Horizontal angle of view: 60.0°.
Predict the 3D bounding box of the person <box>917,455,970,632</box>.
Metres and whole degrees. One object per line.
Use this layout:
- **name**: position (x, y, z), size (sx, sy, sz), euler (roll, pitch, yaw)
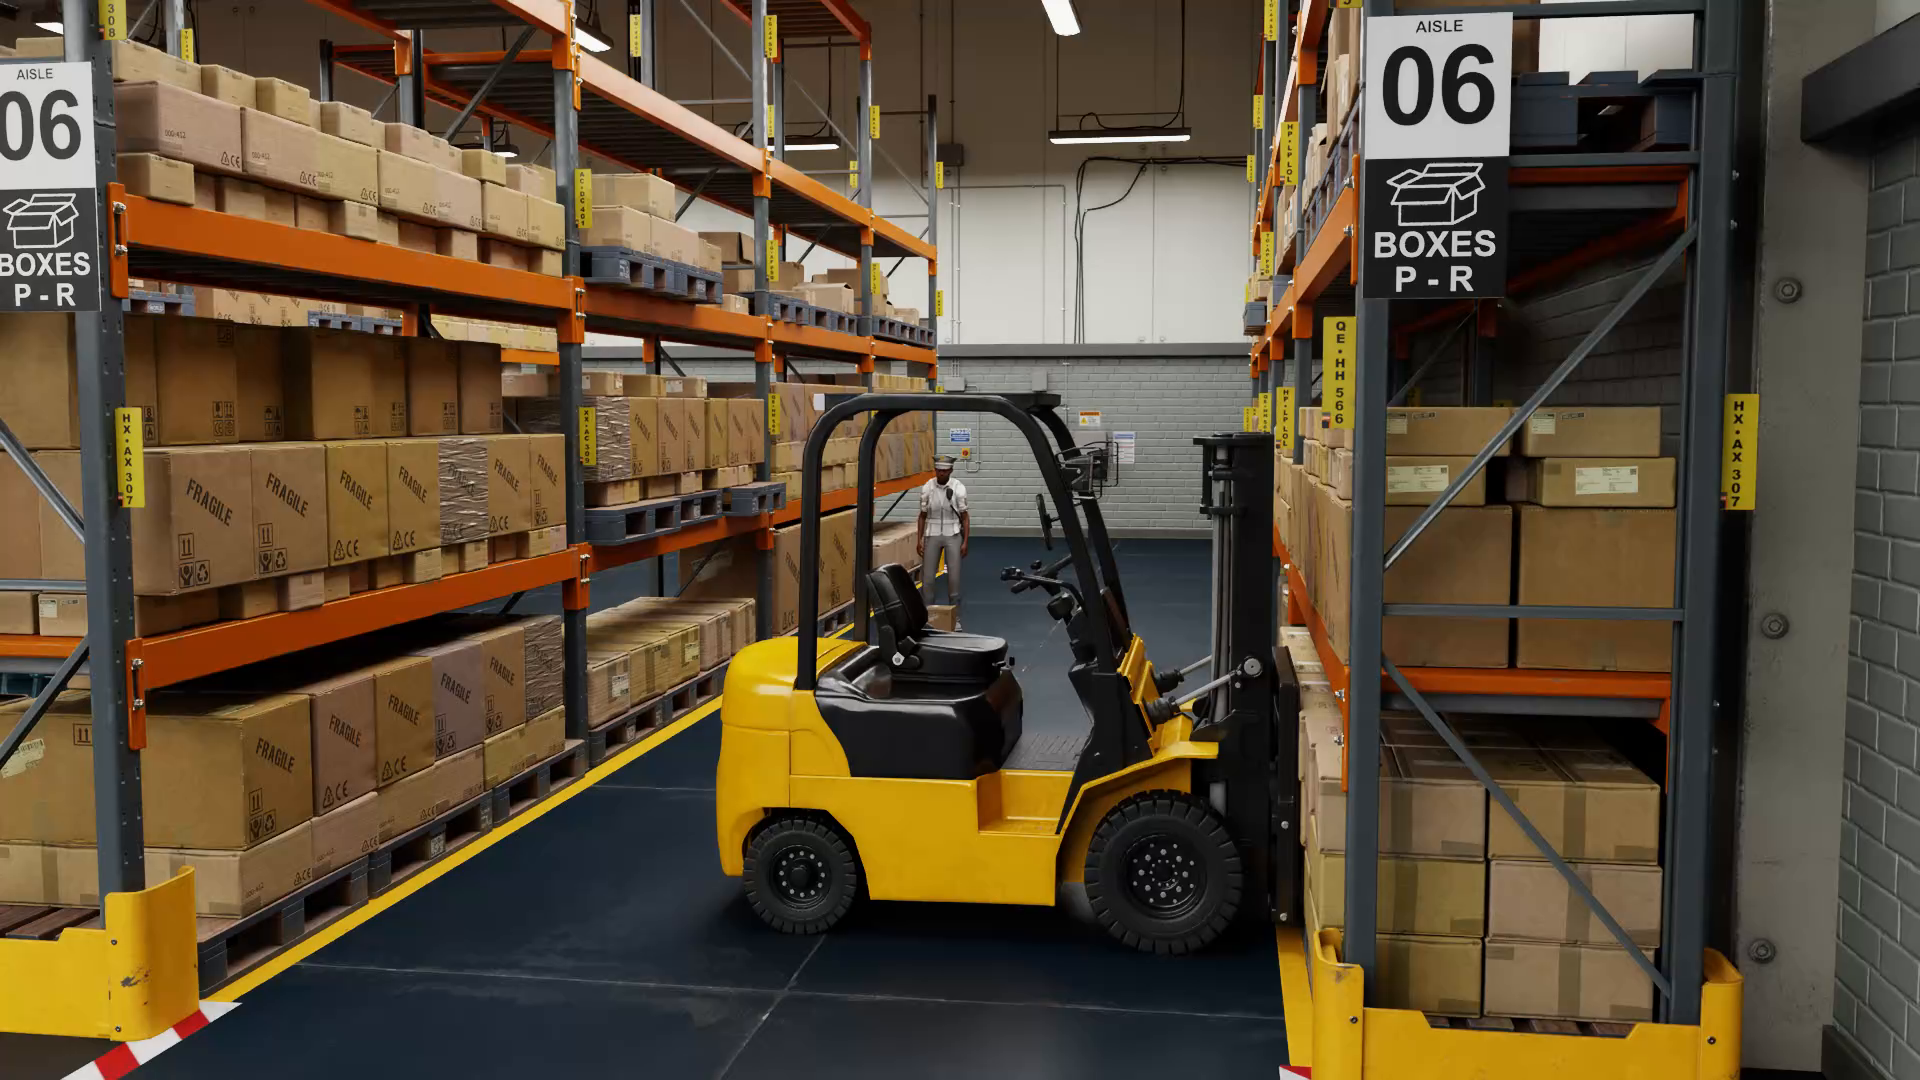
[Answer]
- **person**: position (-0.165, 0.025, 15.603), size (0.511, 1.657, 0.394), euler (0, 5, 6)
